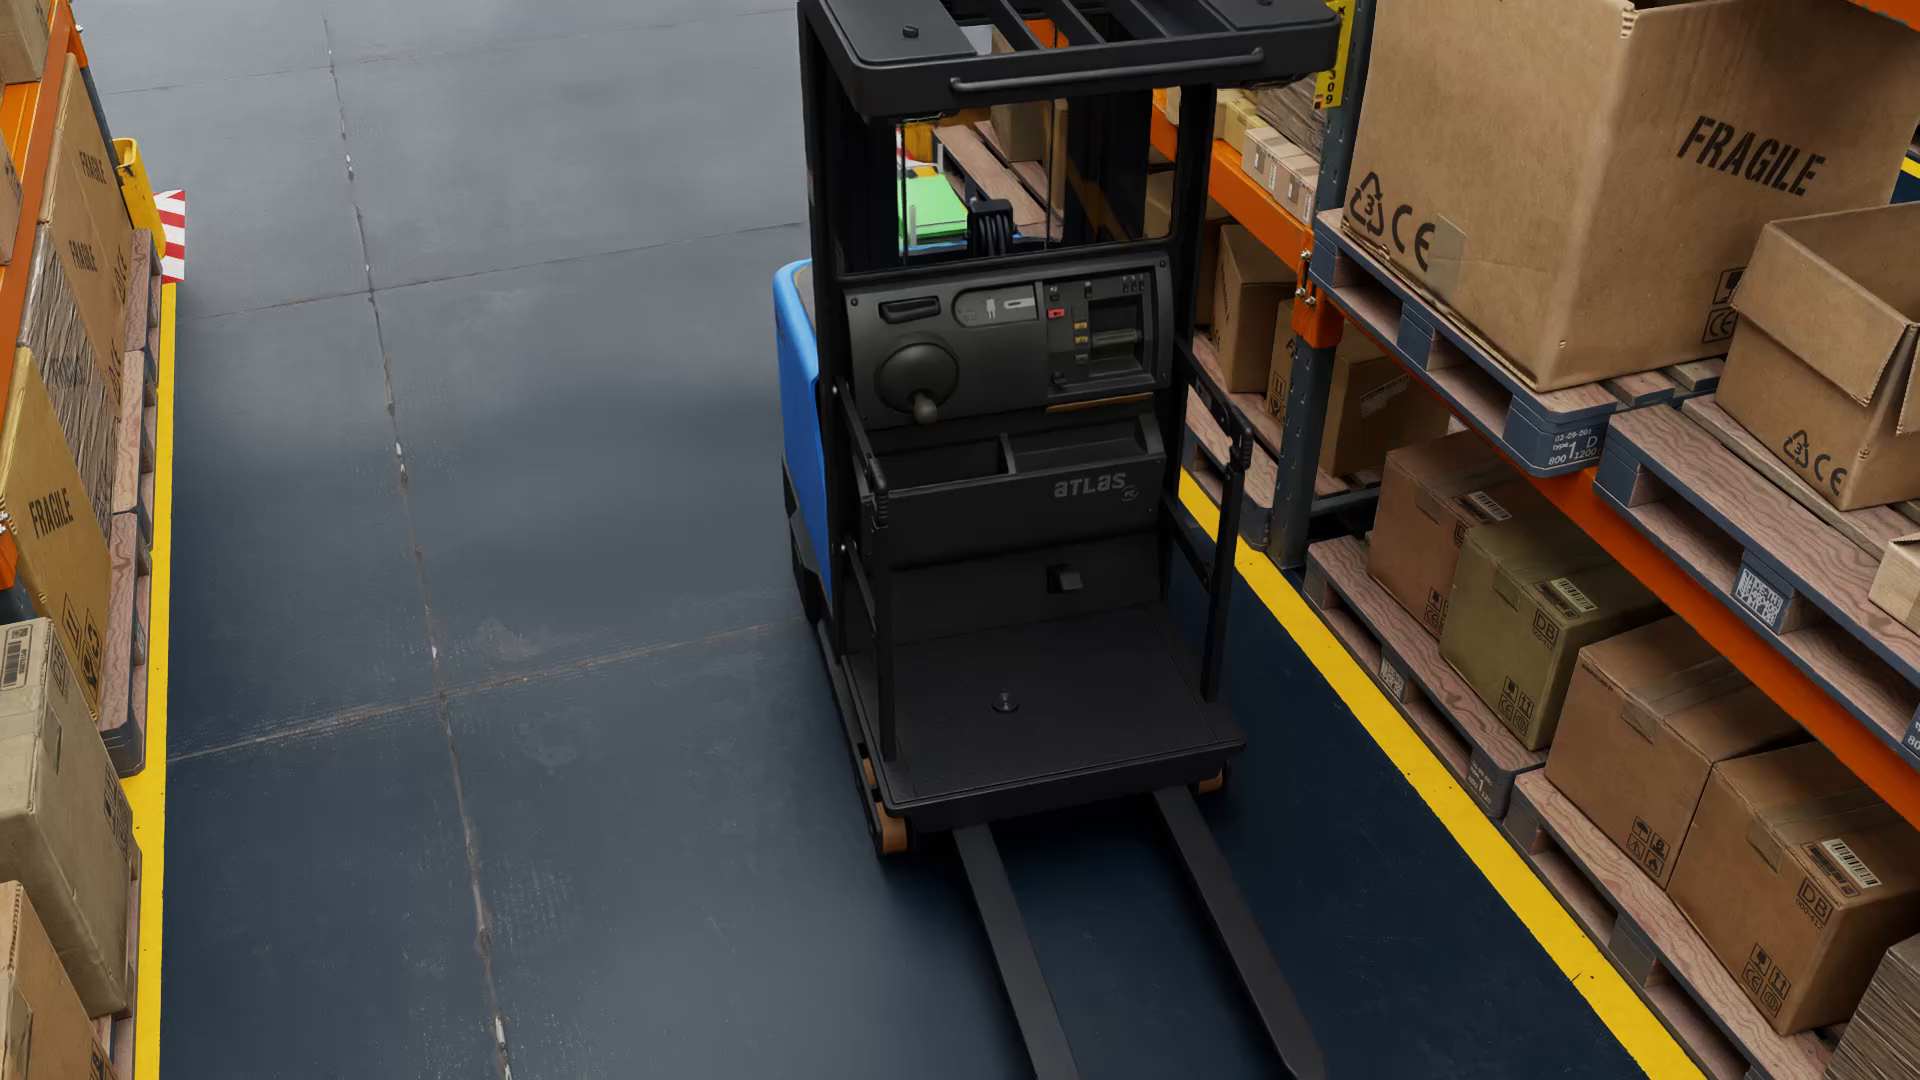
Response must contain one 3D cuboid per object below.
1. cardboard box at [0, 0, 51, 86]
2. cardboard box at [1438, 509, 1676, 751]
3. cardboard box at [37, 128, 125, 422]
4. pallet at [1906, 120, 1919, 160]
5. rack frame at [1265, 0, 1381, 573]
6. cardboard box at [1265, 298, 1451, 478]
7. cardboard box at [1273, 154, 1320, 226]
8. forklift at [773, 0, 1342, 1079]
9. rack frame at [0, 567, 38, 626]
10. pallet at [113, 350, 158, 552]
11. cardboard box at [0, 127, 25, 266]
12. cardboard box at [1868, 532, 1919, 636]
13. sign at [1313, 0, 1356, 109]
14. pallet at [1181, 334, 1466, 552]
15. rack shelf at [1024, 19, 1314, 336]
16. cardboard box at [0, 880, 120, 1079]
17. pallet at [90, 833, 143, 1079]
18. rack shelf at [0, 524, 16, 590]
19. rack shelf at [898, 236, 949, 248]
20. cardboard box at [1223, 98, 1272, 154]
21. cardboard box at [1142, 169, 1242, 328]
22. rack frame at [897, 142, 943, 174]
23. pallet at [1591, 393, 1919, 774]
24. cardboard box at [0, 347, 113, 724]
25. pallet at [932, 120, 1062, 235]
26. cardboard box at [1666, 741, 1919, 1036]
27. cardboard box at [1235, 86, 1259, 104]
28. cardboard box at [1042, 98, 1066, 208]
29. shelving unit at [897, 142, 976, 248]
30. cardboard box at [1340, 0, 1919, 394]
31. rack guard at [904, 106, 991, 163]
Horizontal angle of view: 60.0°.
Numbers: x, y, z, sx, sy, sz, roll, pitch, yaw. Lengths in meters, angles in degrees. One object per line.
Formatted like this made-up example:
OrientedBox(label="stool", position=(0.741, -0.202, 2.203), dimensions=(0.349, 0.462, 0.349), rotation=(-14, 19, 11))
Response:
OrientedBox(label="cardboard box", position=(-4.063, -2.061, 6.368), dimensions=(0.875, 0.550, 0.550), rotation=(-12, 39, -16))
OrientedBox(label="cardboard box", position=(1.963, 0.230, 5.163), dimensions=(0.700, 0.500, 0.500), rotation=(-13, 39, -16))
OrientedBox(label="cardboard box", position=(-3.843, -0.960, 6.448), dimensions=(0.875, 0.875, 0.875), rotation=(-13, 39, -17))
OrientedBox(label="pallet", position=(5.660, -2.207, 9.005), dimensions=(1.003, 0.211, 1.213), rotation=(-12, 39, -16))
OrientedBox(label="rack frame", position=(1.625, -1.217, 5.373), dimensions=(1.000, 3.000, 0.127), rotation=(-12, 39, -16))
OrientedBox(label="cardboard box", position=(1.525, -0.621, 6.310), dimensions=(0.500, 0.500, 0.500), rotation=(-14, 39, -17))
OrientedBox(label="cardboard box", position=(1.275, -1.177, 5.529), dimensions=(0.380, 0.149, 0.250), rotation=(-12, 39, -16))
OrientedBox(label="forklift", position=(0.203, -0.488, 4.461), dimensions=(1.130, 2.935, 3.031), rotation=(-9, 38, -12))
OrientedBox(label="rack frame", position=(-3.067, -0.247, 4.085), dimensions=(1.000, 3.000, 0.127), rotation=(-12, 39, -16))
OrientedBox(label="pallet", position=(-3.678, -0.270, 6.433), dimensions=(1.003, 0.211, 1.213), rotation=(-12, 39, -16))
OrientedBox(label="cardboard box", position=(-3.491, -1.149, 5.157), dimensions=(0.875, 0.550, 0.550), rotation=(-12, 39, -16))
OrientedBox(label="cardboard box", position=(2.174, 0.042, 3.463), dimensions=(0.396, 0.266, 0.258), rotation=(-14, 39, -17))
OrientedBox(label="sign", position=(1.118, -1.446, 4.957), dimensions=(0.100, 0.325, 0.005), rotation=(-12, 39, -16))
OrientedBox(label="pallet", position=(1.361, -0.475, 6.706), dimensions=(1.003, 0.211, 1.213), rotation=(-12, 39, -16))
OrientedBox(label="rack shelf", position=(0.937, -2.060, 7.089), dimensions=(1.077, 0.370, 4.000), rotation=(-12, 39, -16))
OrientedBox(label="cardboard box", position=(-2.440, 1.361, 3.470), dimensions=(1.050, 0.750, 0.750), rotation=(-12, 39, -16))
OrientedBox(label="pallet", position=(-2.730, 1.287, 4.366), dimensions=(1.003, 0.211, 1.213), rotation=(-12, 39, -16))
OrientedBox(label="rack shelf", position=(-2.378, 1.170, 2.802), dimensions=(1.077, 0.370, 4.000), rotation=(-12, 39, -16))
OrientedBox(label="rack shelf", position=(-0.122, -0.993, 6.278), dimensions=(0.258, 0.148, 0.480), rotation=(-9, 38, -12))
OrientedBox(label="cardboard box", position=(1.168, -1.474, 5.923), dimensions=(0.380, 0.149, 0.250), rotation=(-12, 39, -16))
OrientedBox(label="cardboard box", position=(1.033, -1.277, 7.181), dimensions=(0.500, 0.500, 0.500), rotation=(-16, 40, -20))
OrientedBox(label="rack frame", position=(-0.183, -0.994, 6.572), dimensions=(0.240, 1.200, 0.015), rotation=(-9, 38, -12))
OrientedBox(label="pallet", position=(2.282, 0.009, 3.904), dimensions=(1.003, 0.211, 1.213), rotation=(-12, 39, -16))
OrientedBox(label="cardboard box", position=(-3.217, 0.064, 5.089), dimensions=(0.875, 0.875, 0.875), rotation=(-12, 39, -15))
OrientedBox(label="pallet", position=(0.521, -1.854, 8.536), dimensions=(1.003, 0.211, 1.213), rotation=(-12, 39, -16))
OrientedBox(label="cardboard box", position=(2.348, 0.861, 4.325), dimensions=(0.700, 0.500, 0.500), rotation=(-9, 38, -12))
OrientedBox(label="cardboard box", position=(1.389, -1.933, 5.992), dimensions=(0.875, 0.500, 0.500), rotation=(-12, 39, -16))
OrientedBox(label="cardboard box", position=(0.686, -1.959, 8.087), dimensions=(0.500, 0.500, 0.500), rotation=(-3, 37, -4))
OrientedBox(label="shelving unit", position=(-0.122, -0.852, 6.384), dimensions=(0.258, 1.200, 0.503), rotation=(-9, 38, -12))
OrientedBox(label="cardboard box", position=(1.767, -1.147, 4.432), dimensions=(1.000, 1.000, 1.000), rotation=(-12, 39, -16))
OrientedBox(label="rack guard", position=(0.275, -2.435, 9.068), dimensions=(1.175, 0.500, 0.348), rotation=(-12, 39, -16))
